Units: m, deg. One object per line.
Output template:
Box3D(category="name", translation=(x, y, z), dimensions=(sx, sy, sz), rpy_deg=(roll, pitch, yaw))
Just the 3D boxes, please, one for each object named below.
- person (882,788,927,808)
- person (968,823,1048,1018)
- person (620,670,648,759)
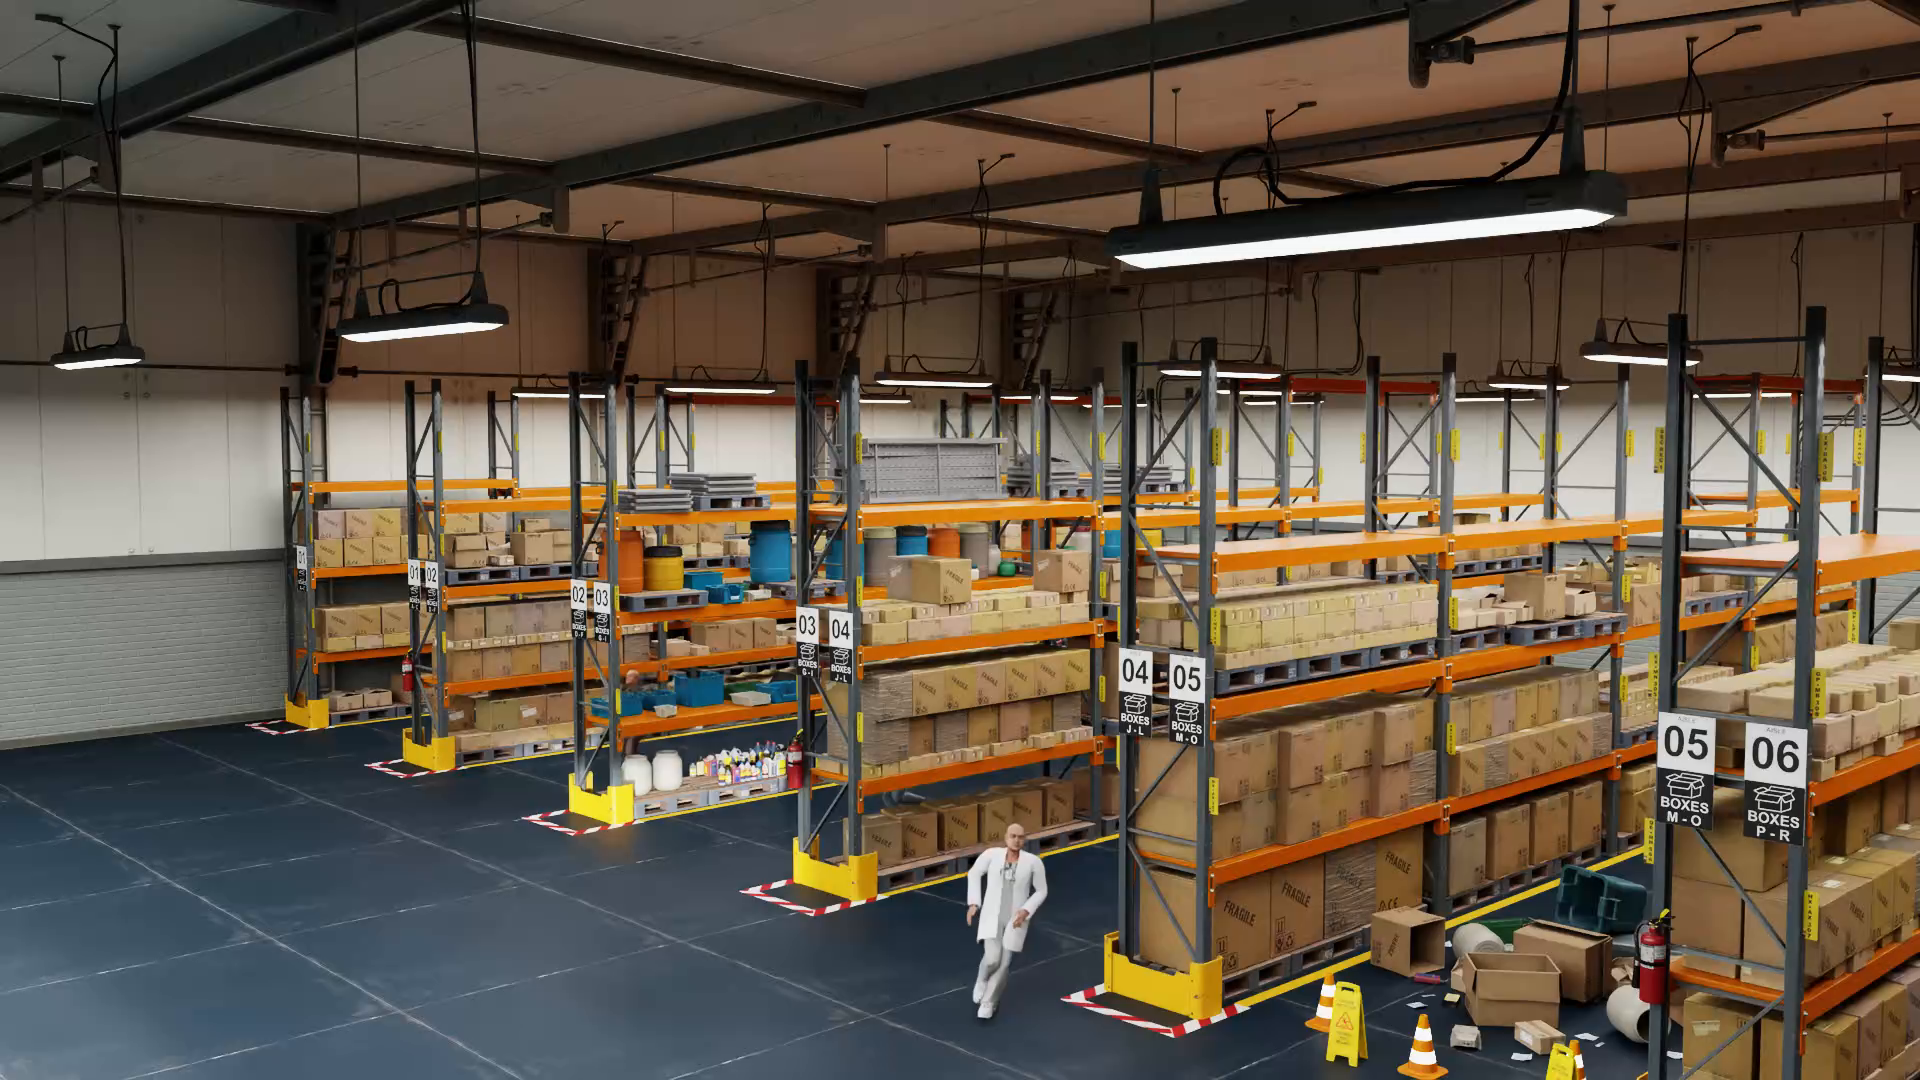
Box3D(category="person", translation=(-0.734, 2.922, 21.676), dimensions=(0.666, 1.727, 0.727), rpy_deg=(-3, 5, -41))
Box3D(category="person", translation=(0.419, 3.370, 14.706), dimensions=(0.714, 1.710, 0.565), rpy_deg=(0, 4, 2))
Box3D(category="person", translation=(-4.869, 2.759, 24.602), dimensions=(0.658, 1.677, 0.578), rpy_deg=(2, 4, 31))
